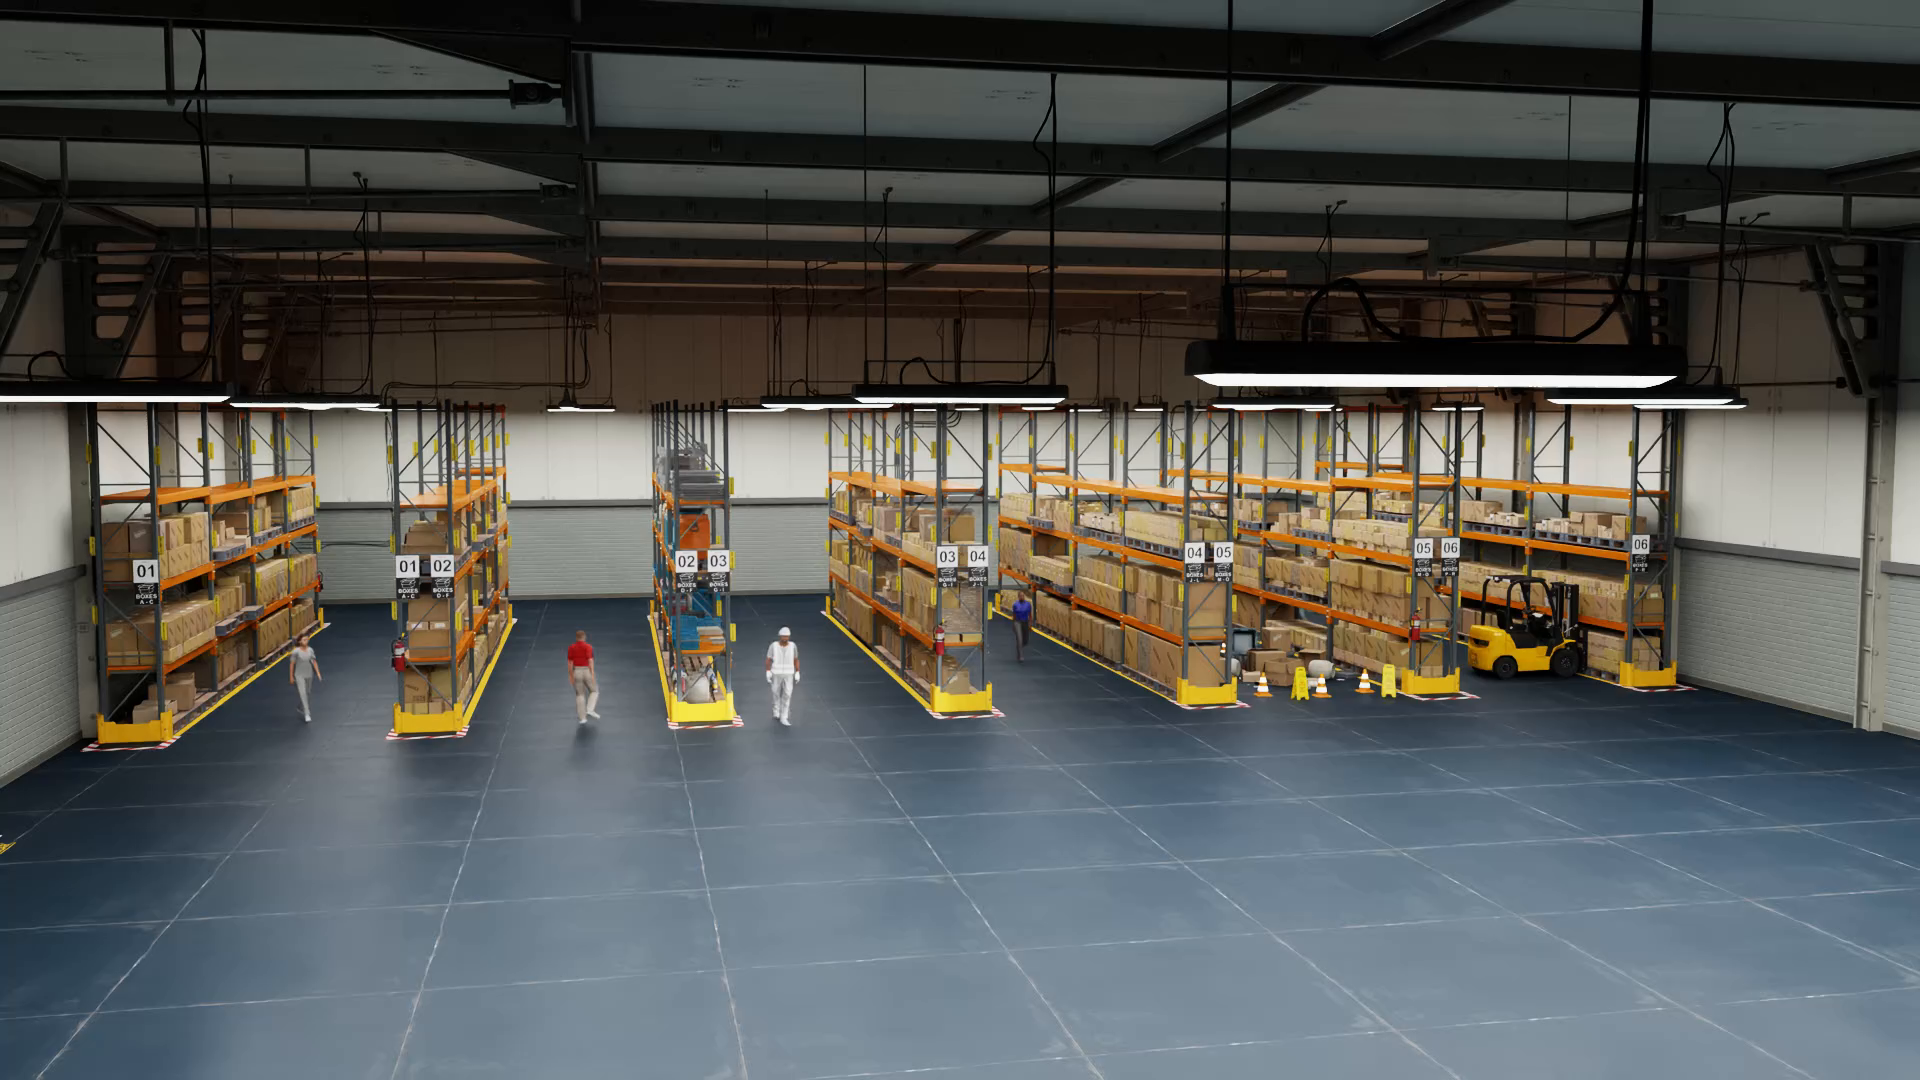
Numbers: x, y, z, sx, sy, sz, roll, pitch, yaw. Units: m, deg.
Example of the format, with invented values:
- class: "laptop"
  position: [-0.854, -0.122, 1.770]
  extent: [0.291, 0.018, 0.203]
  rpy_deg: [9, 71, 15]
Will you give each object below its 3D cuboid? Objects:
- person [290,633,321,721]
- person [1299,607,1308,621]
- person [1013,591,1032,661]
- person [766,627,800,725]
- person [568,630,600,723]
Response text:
- class: "person"
  position: [-12.291, 2.546, 31.171]
  extent: [0.510, 1.603, 1.106]
  rpy_deg: [-4, 6, -40]
- class: "person"
  position: [9.275, 1.462, 45.144]
  extent: [0.651, 1.741, 0.650]
  rpy_deg: [-3, 5, -37]
- class: "person"
  position: [1.440, 1.978, 38.818]
  extent: [0.446, 1.610, 0.863]
  rpy_deg: [-1, 4, -15]
- class: "person"
  position: [-3.295, 2.520, 31.015]
  extent: [0.650, 1.779, 0.773]
  rpy_deg: [-1, 4, -14]
- class: "person"
  position: [-6.990, 2.534, 30.857]
  extent: [0.598, 1.714, 0.493]
  rpy_deg: [0, 4, -2]
